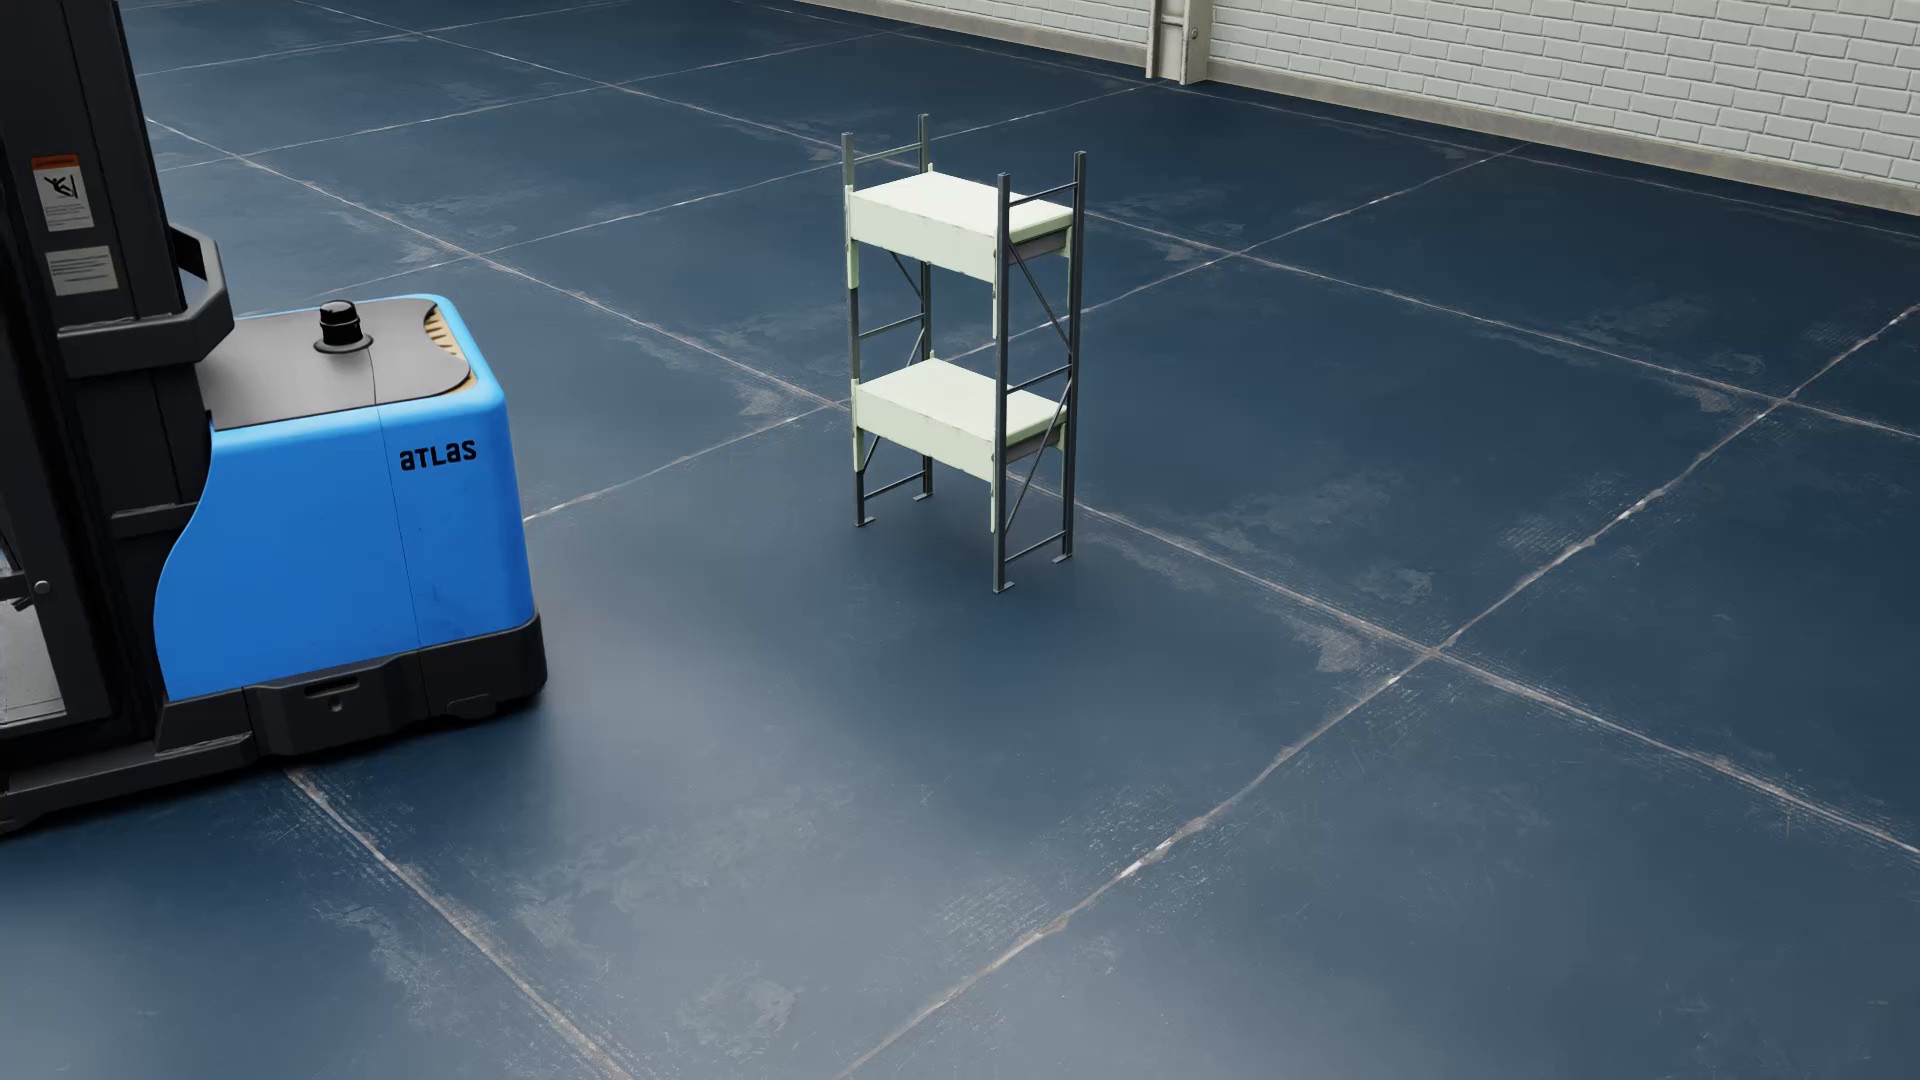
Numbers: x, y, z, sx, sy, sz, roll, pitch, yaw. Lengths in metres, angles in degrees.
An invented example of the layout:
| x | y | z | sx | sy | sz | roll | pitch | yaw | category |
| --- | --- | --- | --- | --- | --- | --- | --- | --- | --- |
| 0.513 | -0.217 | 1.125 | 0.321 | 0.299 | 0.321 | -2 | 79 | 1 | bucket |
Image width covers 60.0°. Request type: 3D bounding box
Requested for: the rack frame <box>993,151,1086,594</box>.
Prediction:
| x | y | z | sx | sy | sz | roll | pitch | yaw | category |
| --- | --- | --- | --- | --- | --- | --- | --- | --- | --- |
| 0.266 | -0.542 | 5.670 | 0.023 | 1.500 | 0.400 | 25 | 36 | 38 | rack frame |

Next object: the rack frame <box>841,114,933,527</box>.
| x | y | z | sx | sy | sz | roll | pitch | yaw | category |
| --- | --- | --- | --- | --- | --- | --- | --- | --- | --- |
| -0.256 | -0.781 | 6.124 | 0.023 | 1.500 | 0.400 | 25 | 36 | 38 | rack frame |

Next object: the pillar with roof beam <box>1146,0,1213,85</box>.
| x | y | z | sx | sy | sz | roll | pitch | yaw | category |
| --- | --- | --- | --- | --- | --- | --- | --- | --- | --- |
| -1.290 | -6.237 | 8.443 | 0.400 | 9.000 | 9.100 | 25 | 36 | 38 | pillar with roof beam |

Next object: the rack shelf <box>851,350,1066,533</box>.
| x | y | z | sx | sy | sz | roll | pitch | yaw | category |
| --- | --- | --- | --- | --- | --- | --- | --- | --- | --- |
| 0.005 | -0.373 | 6.049 | 0.720 | 0.370 | 0.431 | 25 | 36 | 38 | rack shelf |

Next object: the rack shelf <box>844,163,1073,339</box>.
| x | y | z | sx | sy | sz | roll | pitch | yaw | category |
| --- | --- | --- | --- | --- | --- | --- | --- | --- | --- |
| 0.005 | -1.007 | 5.715 | 0.720 | 0.370 | 0.431 | 25 | 36 | 38 | rack shelf |

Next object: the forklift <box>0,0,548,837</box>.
| x | y | z | sx | sy | sz | roll | pitch | yaw | category |
| --- | --- | --- | --- | --- | --- | --- | --- | --- | --- |
| -2.864 | -0.690 | 4.412 | 3.031 | 2.935 | 1.130 | -12 | 30 | -22 | forklift |

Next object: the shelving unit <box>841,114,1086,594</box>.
| x | y | z | sx | sy | sz | roll | pitch | yaw | category |
| --- | --- | --- | --- | --- | --- | --- | --- | --- | --- |
| 0.005 | -0.662 | 5.897 | 0.755 | 1.500 | 0.431 | 25 | 36 | 38 | shelving unit |
